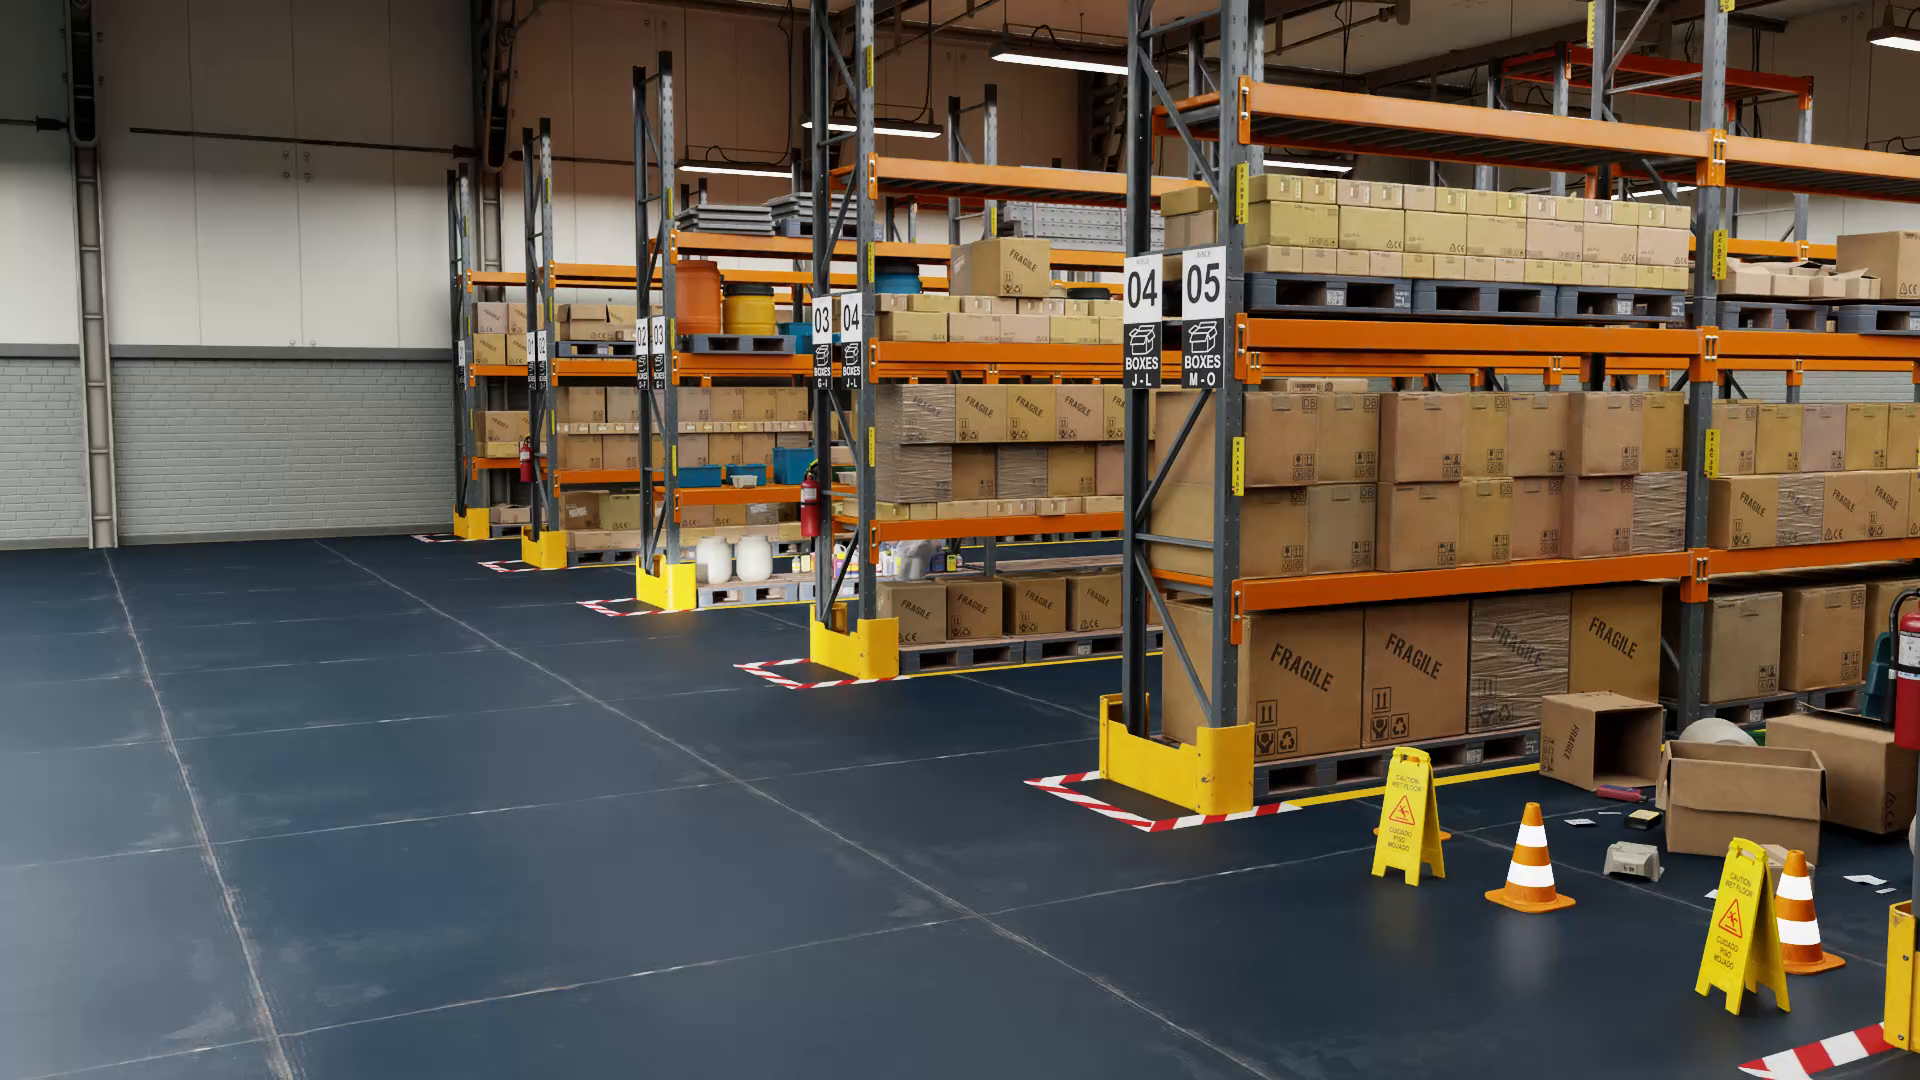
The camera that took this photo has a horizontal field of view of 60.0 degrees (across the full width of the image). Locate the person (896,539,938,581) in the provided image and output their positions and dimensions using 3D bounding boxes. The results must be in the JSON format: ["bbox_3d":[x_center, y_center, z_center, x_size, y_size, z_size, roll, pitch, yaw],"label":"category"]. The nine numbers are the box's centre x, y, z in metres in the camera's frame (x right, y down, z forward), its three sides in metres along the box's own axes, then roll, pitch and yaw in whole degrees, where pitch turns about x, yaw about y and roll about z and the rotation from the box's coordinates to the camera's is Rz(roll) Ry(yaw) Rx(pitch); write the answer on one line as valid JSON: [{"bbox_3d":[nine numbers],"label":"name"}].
[{"bbox_3d":[-0.469,0.045,17.411,0.485,1.604,0.508,-3,6,-27],"label":"person"}]
